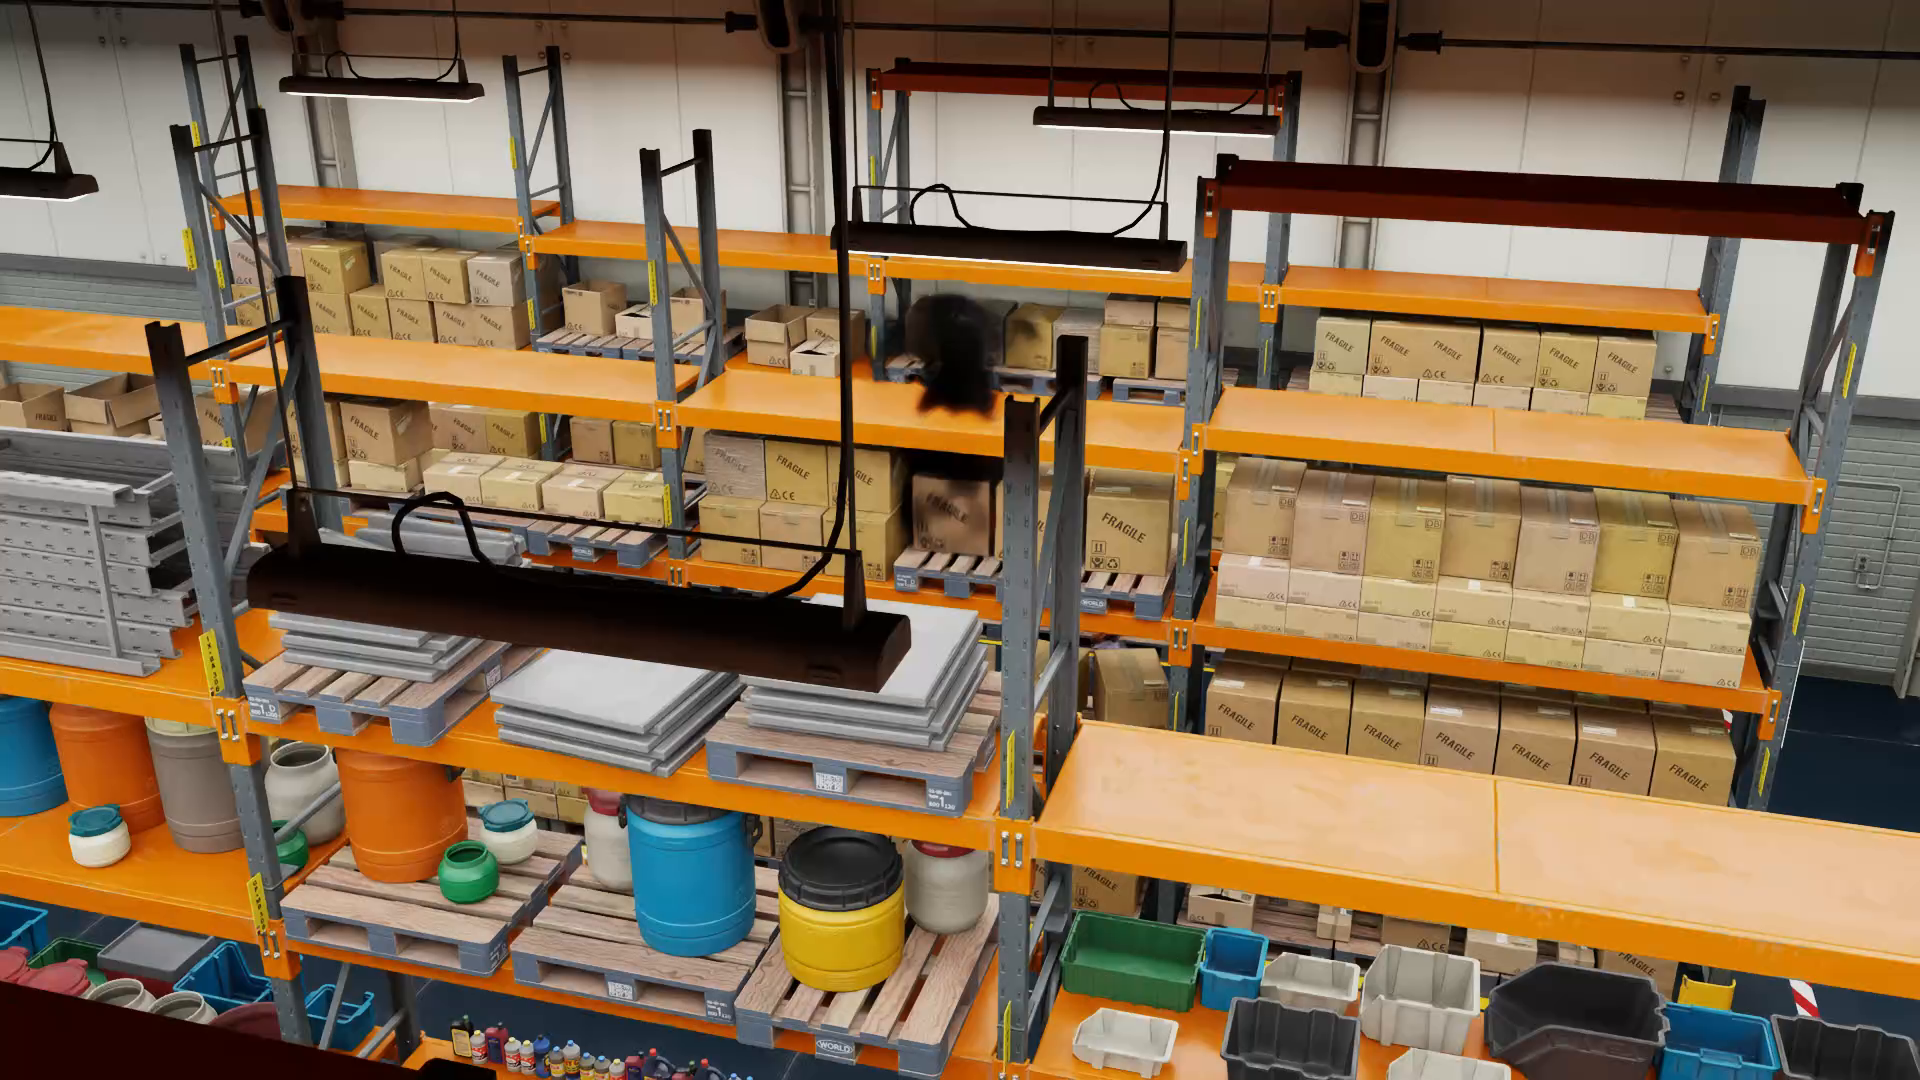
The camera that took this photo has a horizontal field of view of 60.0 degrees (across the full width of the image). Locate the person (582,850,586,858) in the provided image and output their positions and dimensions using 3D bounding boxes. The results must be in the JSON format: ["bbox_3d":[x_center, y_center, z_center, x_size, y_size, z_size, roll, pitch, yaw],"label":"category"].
[{"bbox_3d":[-2.904,2.795,12.274,1.043,1.385,0.529,12,26,27],"label":"person"}]

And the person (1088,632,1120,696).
[{"bbox_3d":[1.379,1.511,15.035,0.901,1.678,0.601,9,24,20],"label":"person"}]
